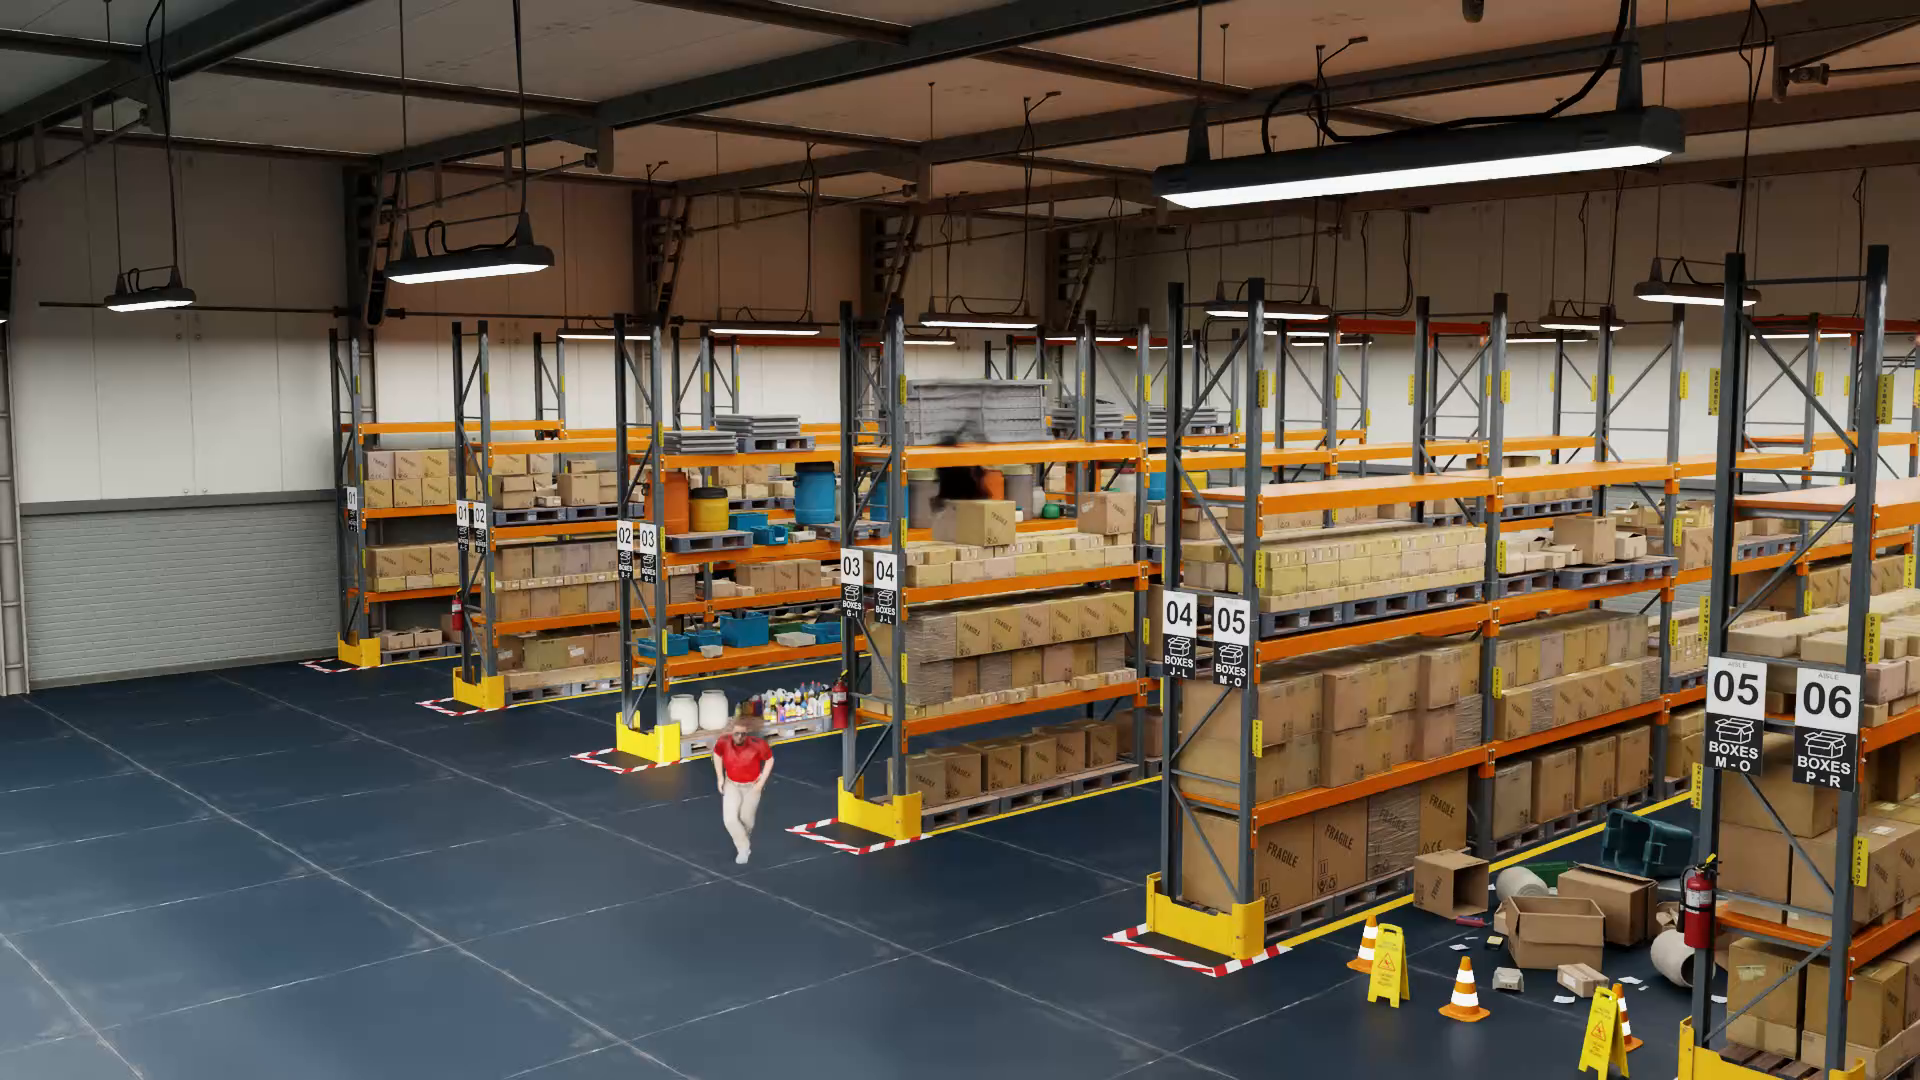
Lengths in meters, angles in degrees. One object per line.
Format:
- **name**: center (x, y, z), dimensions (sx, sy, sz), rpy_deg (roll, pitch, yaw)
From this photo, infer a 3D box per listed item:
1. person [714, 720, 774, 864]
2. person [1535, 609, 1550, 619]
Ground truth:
- **person**: center (-2.300, 2.647, 17.880), dimensions (0.658, 1.611, 1.010), rpy_deg (0, 6, 2)
- **person**: center (8.807, 1.831, 25.173), dimensions (0.701, 1.726, 0.616), rpy_deg (5, 7, 39)
